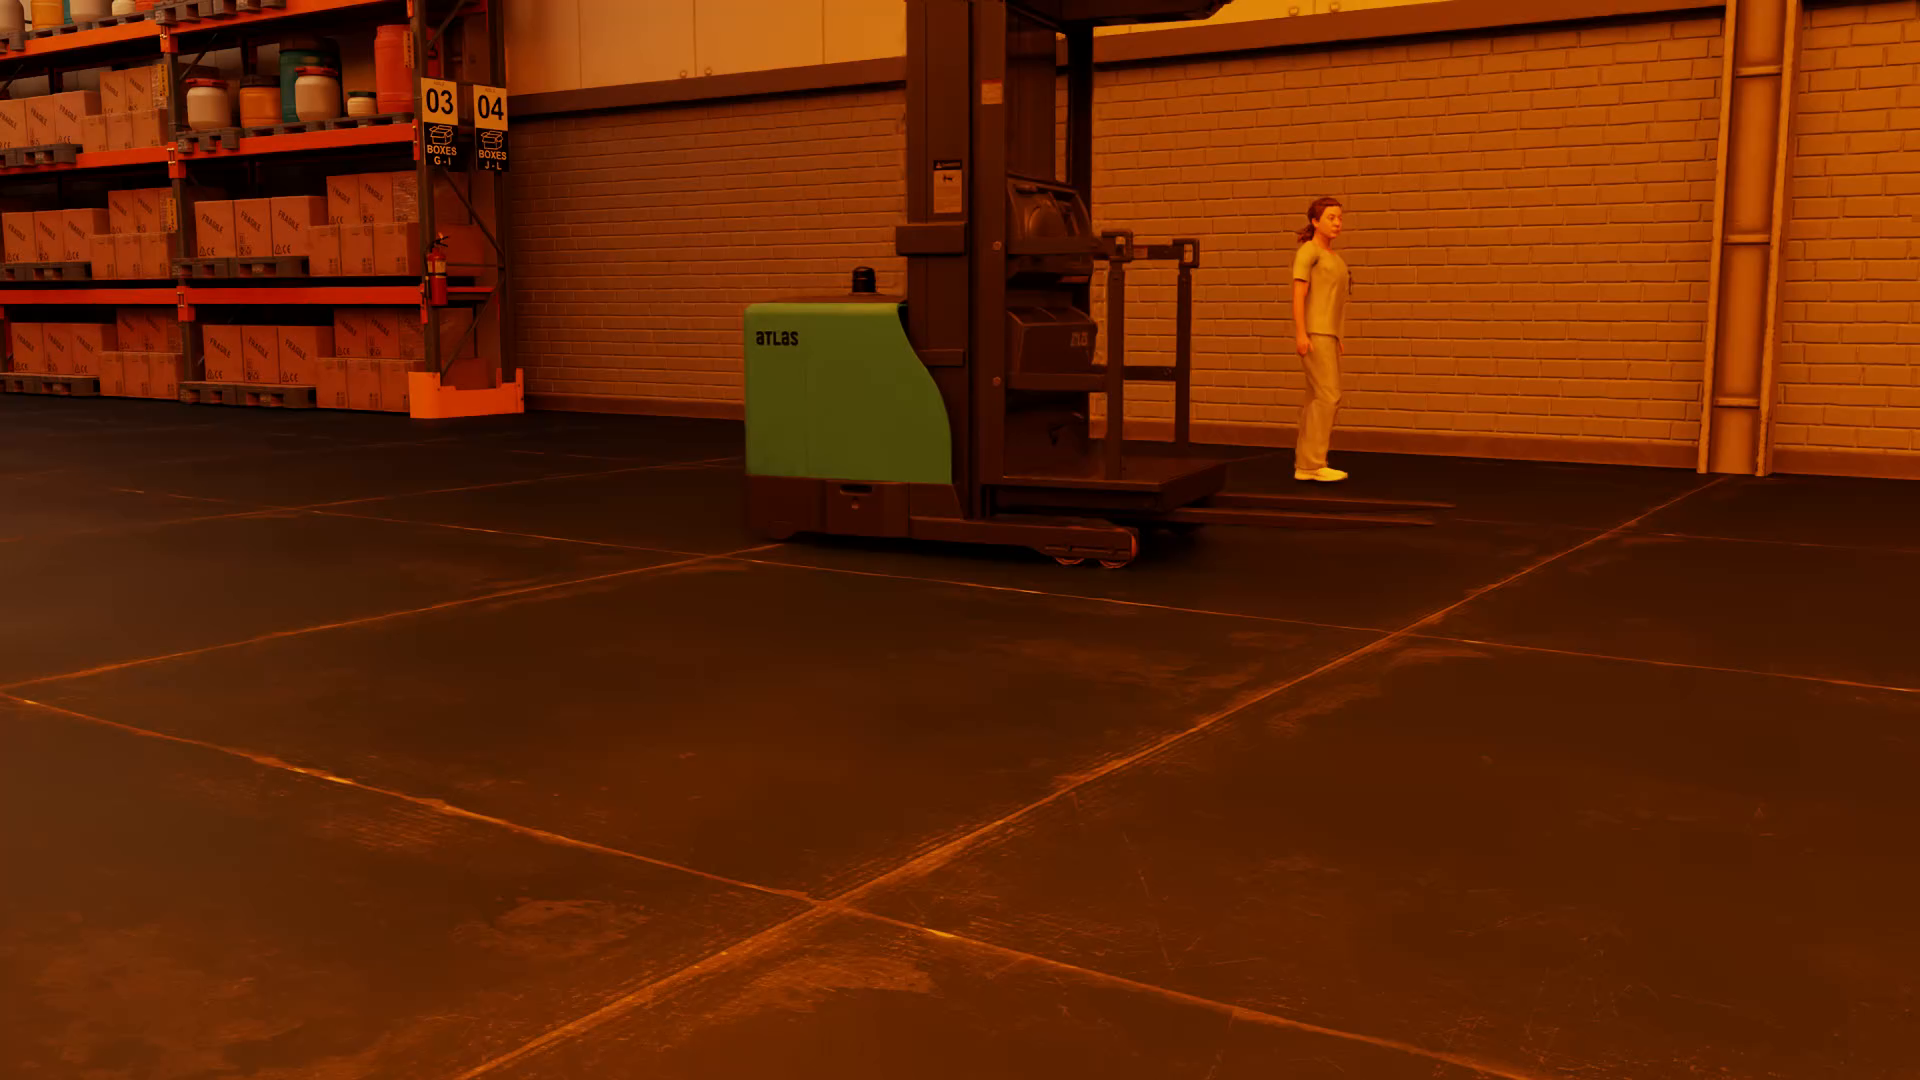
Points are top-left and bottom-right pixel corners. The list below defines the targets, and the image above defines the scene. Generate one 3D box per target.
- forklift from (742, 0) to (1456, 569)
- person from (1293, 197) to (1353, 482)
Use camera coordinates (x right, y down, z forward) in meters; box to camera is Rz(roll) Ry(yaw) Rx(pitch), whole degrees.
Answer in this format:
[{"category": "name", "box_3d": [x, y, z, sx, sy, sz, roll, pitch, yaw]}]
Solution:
[{"category": "forklift", "box_3d": [0.580, -1.418, 7.168, 3.031, 2.935, 1.130, 4, 9, 23]}, {"category": "person", "box_3d": [2.147, -1.173, 9.822, 0.407, 1.678, 0.543, 5, 10, 32]}]
